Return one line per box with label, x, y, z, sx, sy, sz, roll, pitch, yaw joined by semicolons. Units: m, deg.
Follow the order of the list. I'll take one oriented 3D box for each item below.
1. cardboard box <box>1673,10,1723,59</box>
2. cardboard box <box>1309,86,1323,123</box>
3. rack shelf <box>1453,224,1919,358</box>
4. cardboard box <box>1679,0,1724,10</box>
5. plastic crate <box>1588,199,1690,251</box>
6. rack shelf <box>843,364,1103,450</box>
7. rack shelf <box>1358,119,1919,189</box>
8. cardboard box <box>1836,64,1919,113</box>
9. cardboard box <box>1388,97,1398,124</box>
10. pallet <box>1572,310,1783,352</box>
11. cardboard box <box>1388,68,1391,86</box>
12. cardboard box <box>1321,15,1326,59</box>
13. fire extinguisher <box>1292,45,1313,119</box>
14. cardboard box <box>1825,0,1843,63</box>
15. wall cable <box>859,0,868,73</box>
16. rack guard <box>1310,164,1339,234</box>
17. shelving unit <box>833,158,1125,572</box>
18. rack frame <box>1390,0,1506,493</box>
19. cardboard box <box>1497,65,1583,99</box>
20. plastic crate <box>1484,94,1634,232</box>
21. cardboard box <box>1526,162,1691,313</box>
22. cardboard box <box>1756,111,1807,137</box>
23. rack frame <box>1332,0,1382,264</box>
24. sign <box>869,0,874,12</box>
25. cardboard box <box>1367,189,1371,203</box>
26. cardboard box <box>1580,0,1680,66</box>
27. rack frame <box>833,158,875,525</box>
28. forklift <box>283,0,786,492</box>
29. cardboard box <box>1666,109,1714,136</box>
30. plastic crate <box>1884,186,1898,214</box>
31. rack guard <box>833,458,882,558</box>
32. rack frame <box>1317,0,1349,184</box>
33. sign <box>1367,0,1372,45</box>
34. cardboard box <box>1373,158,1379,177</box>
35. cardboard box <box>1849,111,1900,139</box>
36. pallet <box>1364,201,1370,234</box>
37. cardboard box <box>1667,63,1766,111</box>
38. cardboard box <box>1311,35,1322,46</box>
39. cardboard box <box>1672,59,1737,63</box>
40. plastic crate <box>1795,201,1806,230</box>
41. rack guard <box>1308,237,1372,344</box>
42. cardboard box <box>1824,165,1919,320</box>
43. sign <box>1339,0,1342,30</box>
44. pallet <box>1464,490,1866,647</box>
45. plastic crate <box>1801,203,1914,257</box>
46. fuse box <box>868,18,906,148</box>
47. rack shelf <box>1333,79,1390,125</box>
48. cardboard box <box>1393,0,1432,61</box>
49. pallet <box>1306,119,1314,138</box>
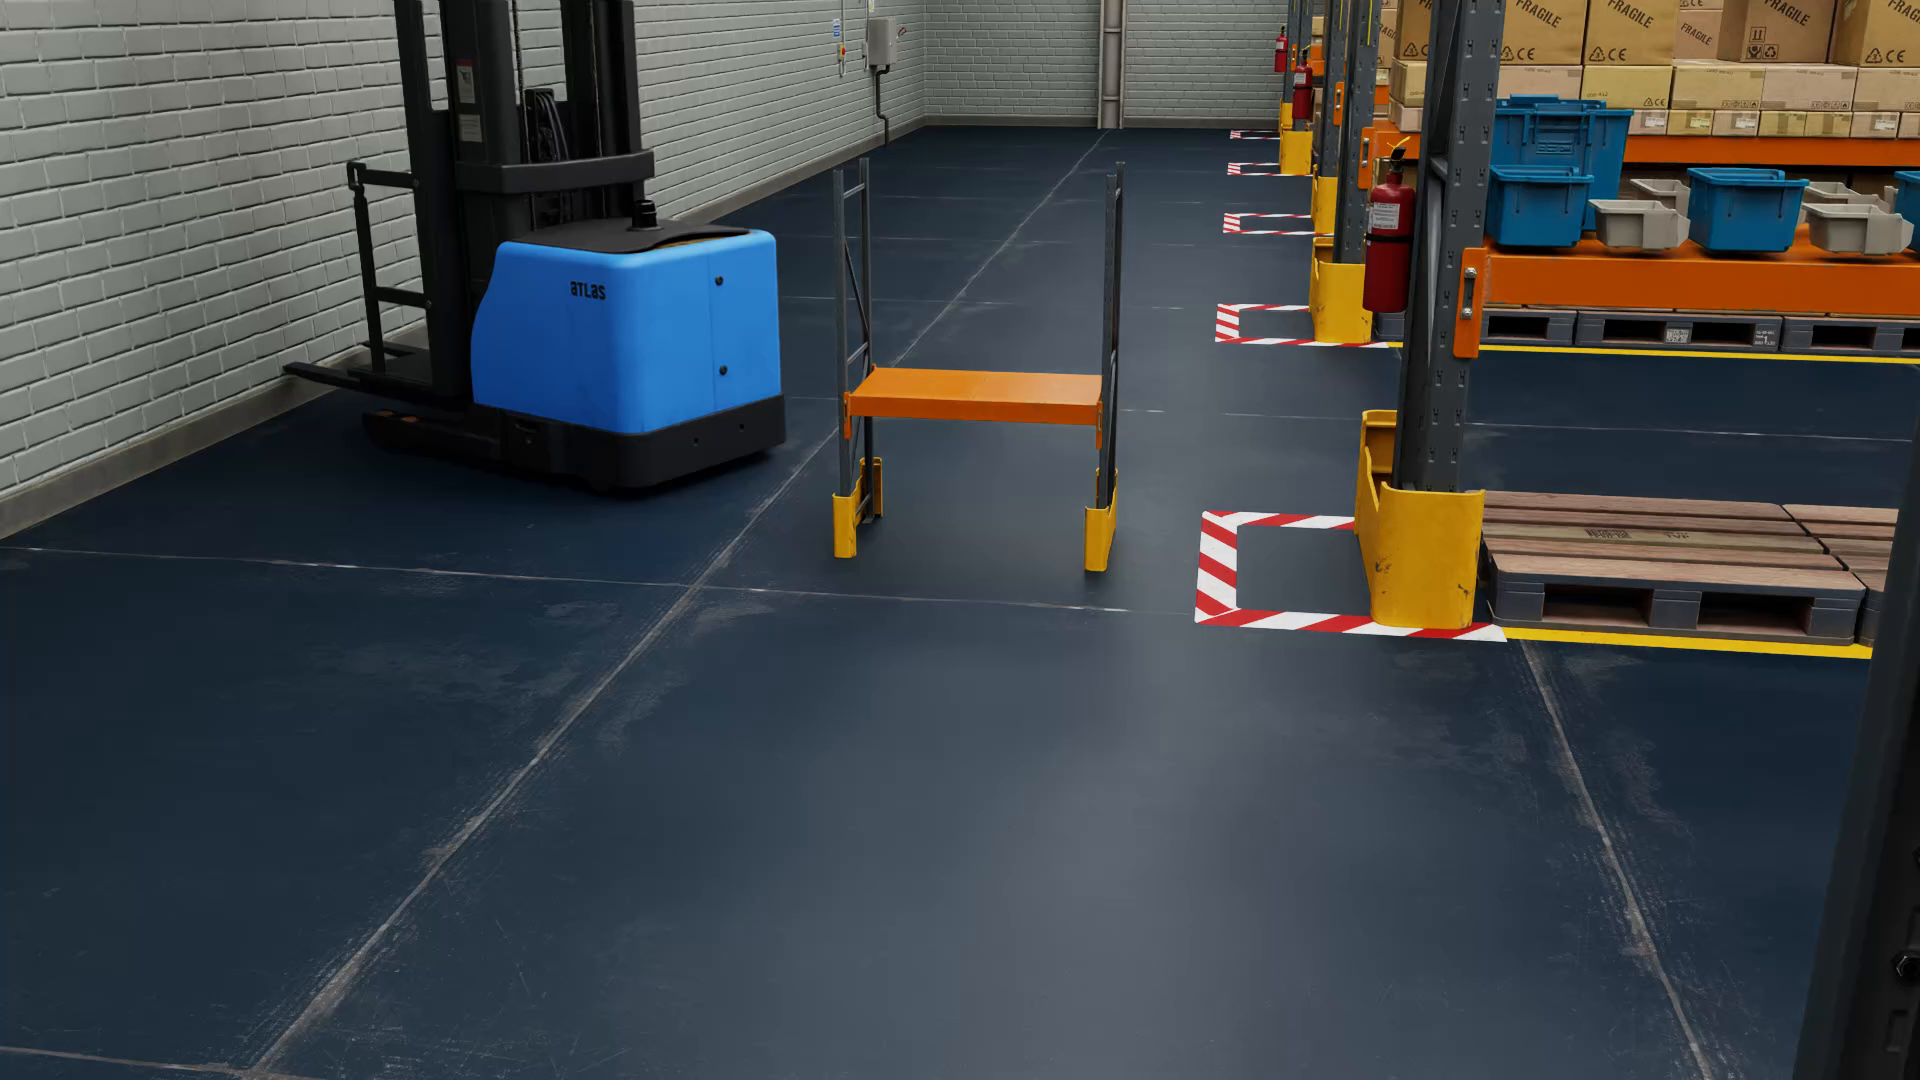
cardboard box;6.340;-4.346;14.437;0.500;0.500;0.500;2;19;7
cardboard box;5.483;-6.462;24.662;0.637;0.503;0.797;2;19;6
rack shelf;3.728;-0.854;5.762;4.000;0.370;1.077;3;19;9
cardboard box;6.356;-4.821;14.282;0.500;0.500;0.500;2;19;7
plastic crate;2.248;-1.041;5.509;0.298;0.136;0.250;3;19;9
rack shelf;0.084;-0.536;6.609;1.000;0.185;0.538;3;19;9
rack shelf;4.513;-2.406;10.399;4.000;0.370;1.077;3;19;9
cardboard box;5.499;-2.681;9.857;0.500;0.250;0.500;3;19;10
cardboard box;2.942;-2.814;10.880;0.250;0.149;0.380;3;19;10
pallet;4.541;-1.447;10.796;1.213;0.211;1.003;3;19;9
cardboard box;3.951;-4.158;14.899;0.250;0.149;0.380;4;19;11
cardboard box;4.629;-6.058;20.024;0.500;0.500;0.500;3;19;9
fire extinguisher;3.250;-4.340;15.756;0.183;0.674;0.296;3;19;9
cardboard box;5.571;-3.203;10.235;0.500;0.500;0.500;3;19;9
wall cable;-1.247;-7.155;21.860;0.122;1.984;0.588;3;19;9
rack guard;3.500;-3.207;15.600;0.348;0.500;1.175;3;19;9
shelving unit;0.075;-0.707;6.554;1.083;1.500;0.587;3;19;9
rack frame;1.753;-1.296;5.948;0.127;3.000;1.000;3;19;9
cardboard box;3.484;-2.785;10.165;0.500;0.250;0.500;3;19;8
plastic crate;2.113;-1.383;6.058;0.499;0.435;0.616;3;19;9
cardboard box;4.082;-1.986;10.698;0.875;0.875;0.875;3;19;9
cardboard box;4.866;-2.504;9.956;0.250;0.149;0.380;3;19;8
rack frame;2.539;-2.847;10.586;0.127;3.000;1.000;3;19;9
sign;-1.197;-7.264;22.484;0.001;0.242;0.339;3;19;9
cardboard box;3.978;-3.282;15.717;0.250;0.149;0.380;3;19;10
cardboard box;3.976;-3.115;9.971;0.500;0.500;0.500;2;19;7
rack frame;-0.418;-0.733;6.629;0.032;1.500;0.500;3;19;9
forklift;-2.332;-1.949;8.008;3.031;2.935;1.130;13;22;33
cardboard box;4.356;-2.530;10.033;0.250;0.149;0.380;2;19;7
plastic crate;3.445;-1.180;5.924;0.250;0.136;0.298;3;19;9
rack guard;-0.416;-0.140;6.827;0.087;0.250;0.587;3;19;9
rack frame;3.425;-4.396;15.215;0.127;3.000;1.000;3;19;9
sign;2.445;-3.122;9.917;0.005;0.325;0.100;3;19;9
cardboard box;3.888;-3.393;15.109;0.250;0.149;0.380;2;19;6
cardboard box;5.373;-2.478;9.879;0.250;0.149;0.380;3;19;10
pallet;4.297;-3.018;15.490;1.213;0.211;1.003;3;19;9
cardboard box;4.495;-2.733;10.013;0.500;0.250;0.500;3;19;8
cardboard box;5.175;-7.286;24.246;0.250;0.149;0.380;3;19;8
cardboard box;4.577;-2.900;10.510;0.500;0.250;0.500;3;19;9
plastic crate;2.871;-1.196;5.970;0.243;0.136;0.396;3;19;9
rack guard;2.515;-1.663;10.986;0.348;0.500;1.175;3;19;9
cardboard box;5.849;-1.896;10.429;0.875;0.875;0.875;3;19;9
sign;3.339;-4.637;14.569;0.005;0.325;0.100;3;19;9
pallet;2.561;0.080;6.230;1.213;0.211;1.003;3;19;9
plastic crate;2.918;-1.007;5.407;0.298;0.136;0.250;3;19;9
fuse box;-0.983;-6.268;22.840;0.414;1.711;0.539;3;19;9
rack shelf;5.400;-3.954;15.028;4.000;0.370;1.077;3;19;9
cardboard box;3.061;-3.331;10.616;0.500;0.500;0.500;3;19;9
pallet;5.756;-6.141;24.825;1.213;0.211;1.003;3;19;9
